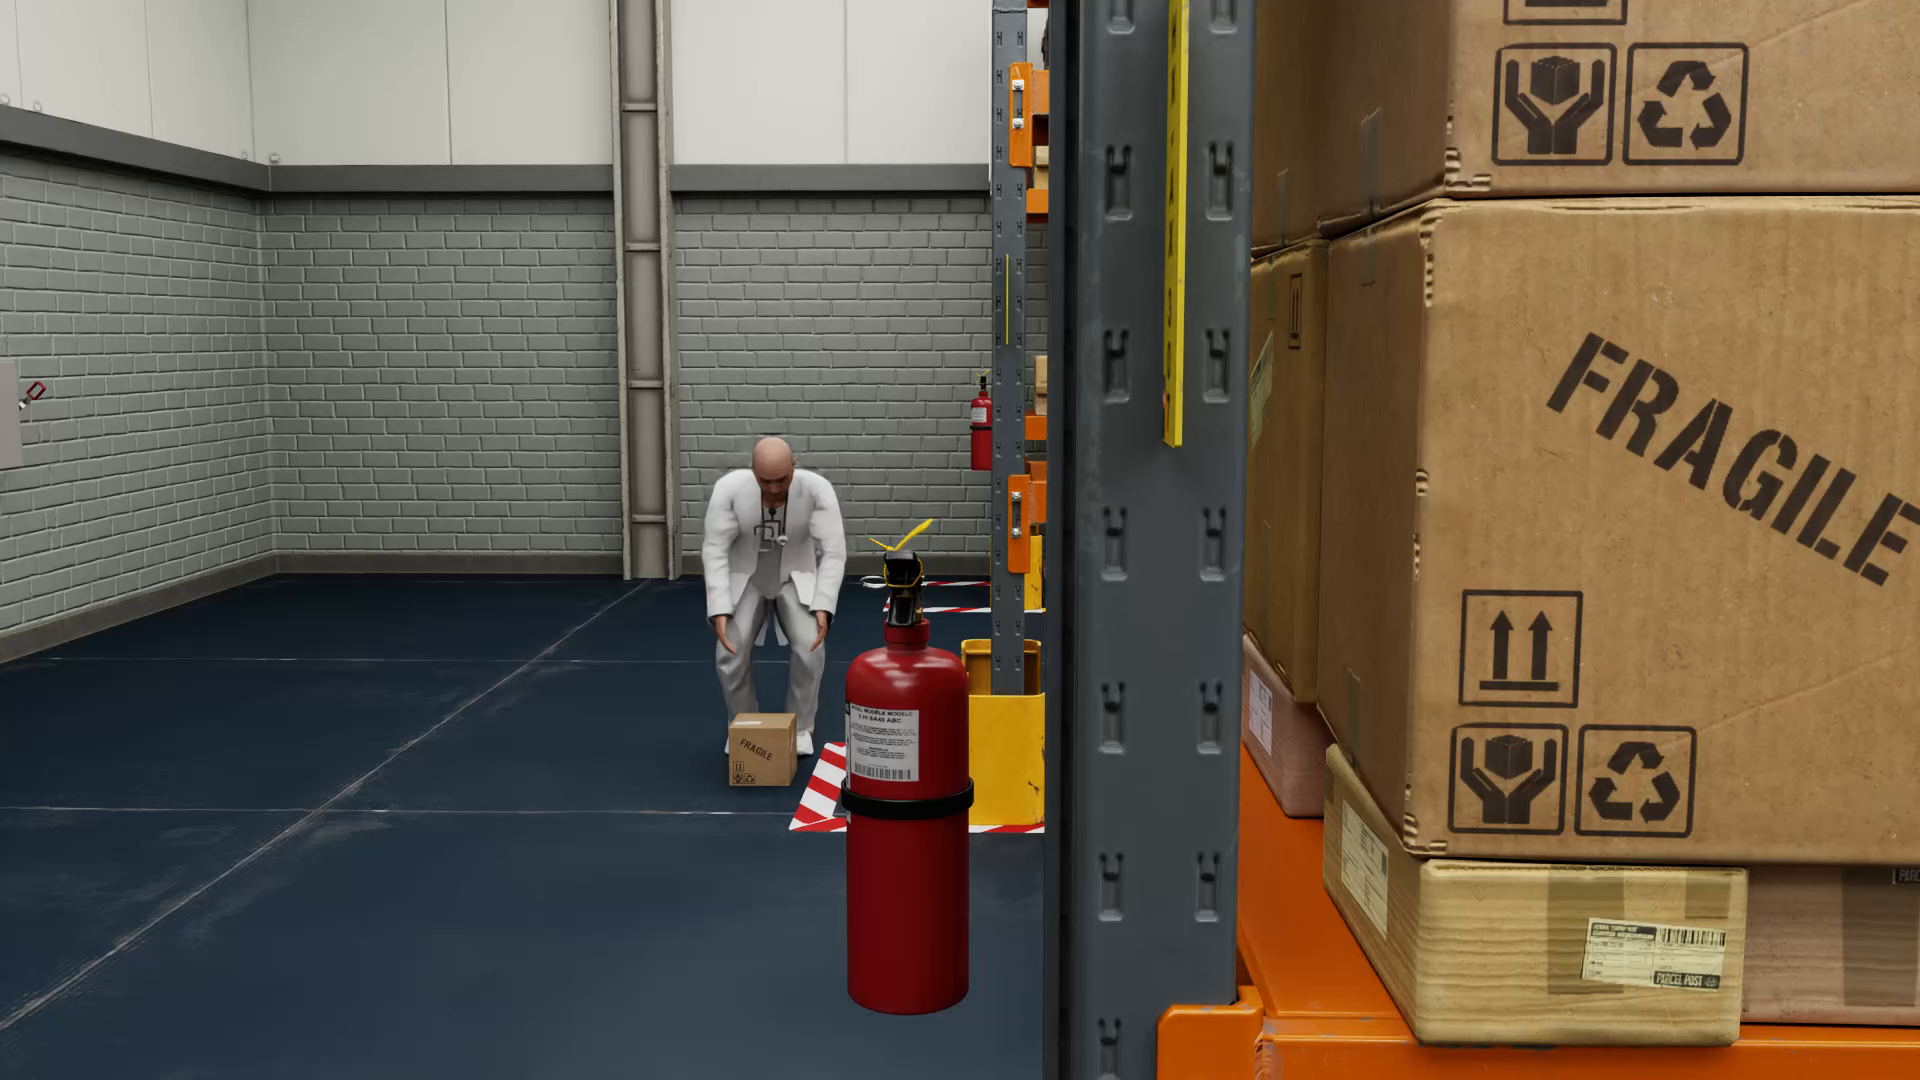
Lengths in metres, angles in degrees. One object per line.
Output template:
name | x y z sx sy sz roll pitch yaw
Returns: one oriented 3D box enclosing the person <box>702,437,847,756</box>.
person | -0.814 0.238 7.362 0.631 1.423 0.719 0 7 -2
